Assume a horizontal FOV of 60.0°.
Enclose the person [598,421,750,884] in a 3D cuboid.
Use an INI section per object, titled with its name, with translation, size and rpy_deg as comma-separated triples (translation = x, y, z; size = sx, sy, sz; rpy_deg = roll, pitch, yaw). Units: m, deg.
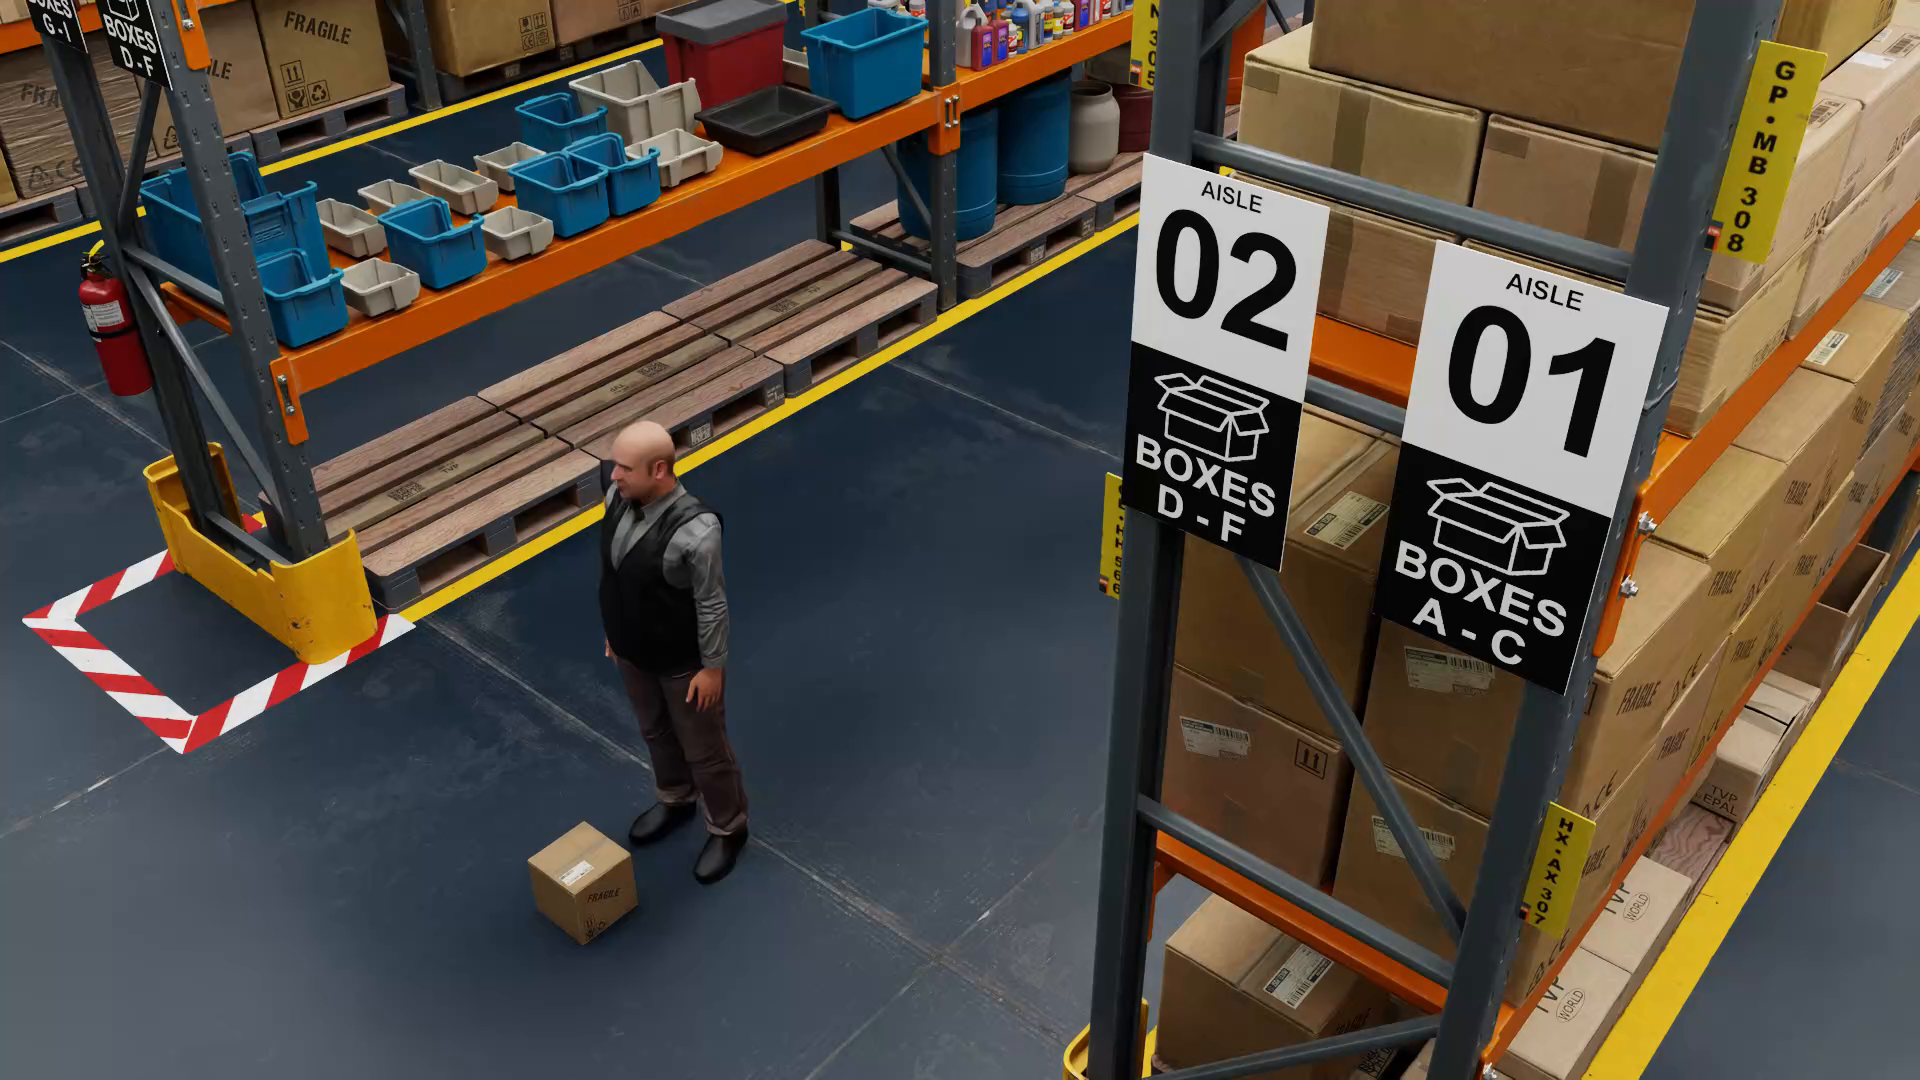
[person]
translation = -0.992, 0.375, 5.632
size = 0.550, 1.738, 0.360
rpy_deg = 26, 43, 33
